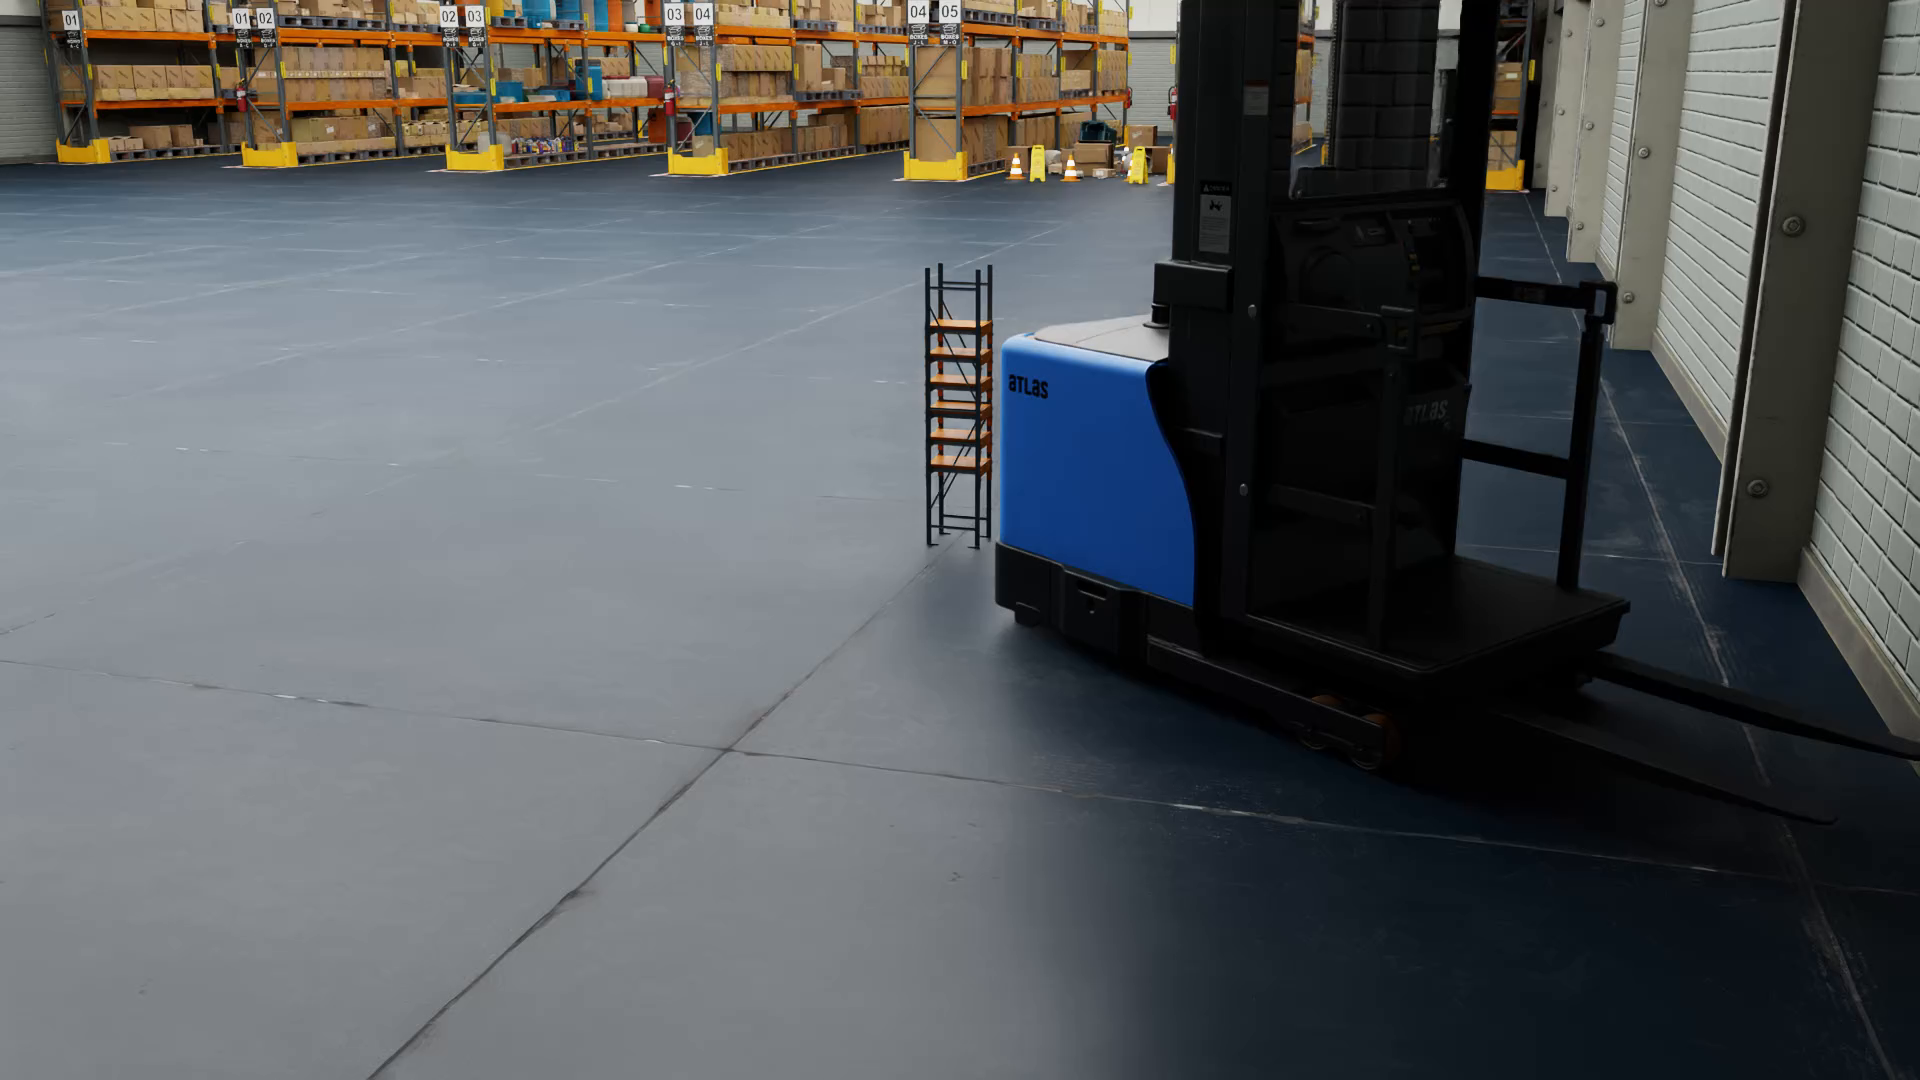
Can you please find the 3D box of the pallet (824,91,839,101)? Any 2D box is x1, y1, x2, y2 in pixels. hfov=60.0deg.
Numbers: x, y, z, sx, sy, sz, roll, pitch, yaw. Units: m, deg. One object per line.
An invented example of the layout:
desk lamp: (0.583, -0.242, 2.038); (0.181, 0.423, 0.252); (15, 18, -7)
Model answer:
pallet: (-3.429, -10.129, 37.895); (1.003, 0.211, 1.213); (5, 16, 16)

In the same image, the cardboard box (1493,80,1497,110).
cardboard box: (9.616, -7.791, 29.118); (0.500, 0.500, 0.500); (5, 17, 18)

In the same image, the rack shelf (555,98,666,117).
rack shelf: (-8.223, -10.257, 39.313); (1.077, 0.370, 4.000); (5, 16, 16)

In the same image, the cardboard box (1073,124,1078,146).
cardboard box: (2.547, -9.763, 40.062); (0.500, 0.500, 0.500); (4, 16, 14)

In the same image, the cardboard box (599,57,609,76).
cardboard box: (-10.424, -13.593, 47.741); (0.500, 0.500, 0.500); (5, 17, 18)

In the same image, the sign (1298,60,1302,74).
sign: (8.255, -11.500, 40.399); (0.100, 0.325, 0.005); (5, 16, 16)

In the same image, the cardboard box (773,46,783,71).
cardboard box: (-4.047, -10.098, 34.874); (0.500, 0.500, 0.500); (5, 16, 16)

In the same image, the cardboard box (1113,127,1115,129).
cardboard box: (3.937, -10.965, 44.401); (0.380, 0.149, 0.250); (5, 17, 17)

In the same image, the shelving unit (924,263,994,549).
shelving unit: (-0.004, -0.573, 7.152); (0.258, 1.200, 0.189); (5, 16, 16)

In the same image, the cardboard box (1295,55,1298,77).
cardboard box: (7.846, -11.413, 40.055); (0.500, 0.500, 0.500); (5, 17, 18)

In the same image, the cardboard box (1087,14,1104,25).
cardboard box: (3.324, -13.097, 41.867); (0.500, 0.250, 0.500); (5, 17, 18)

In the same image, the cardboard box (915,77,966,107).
cardboard box: (-0.391, -8.411, 31.212); (0.875, 0.550, 0.550); (5, 16, 16)

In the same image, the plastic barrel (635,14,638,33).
plastic barrel: (-8.037, -12.566, 40.433); (0.421, 0.512, 0.421); (0, 16, 0)

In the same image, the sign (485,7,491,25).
sign: (-9.402, -10.437, 33.116); (0.100, 0.325, 0.005); (5, 16, 16)

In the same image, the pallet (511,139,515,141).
pallet: (-12.154, -10.362, 43.476); (1.003, 0.211, 1.213); (5, 16, 16)

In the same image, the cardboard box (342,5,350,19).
cardboard box: (-14.089, -11.882, 37.364); (0.500, 0.311, 0.500); (4, 16, 13)

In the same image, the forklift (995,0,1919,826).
forklift: (1.441, -0.882, 5.066); (1.130, 2.935, 3.031); (-12, 20, -37)

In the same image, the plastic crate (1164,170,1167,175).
plastic crate: (4.226, -7.176, 32.481); (0.402, 0.080, 0.583); (-1, 16, -3)

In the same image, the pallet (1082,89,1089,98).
pallet: (2.601, -11.097, 41.307); (1.003, 0.211, 1.213); (5, 16, 16)

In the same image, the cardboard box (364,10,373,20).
cardboard box: (-16.468, -14.272, 45.662); (0.700, 0.500, 0.500); (4, 16, 15)

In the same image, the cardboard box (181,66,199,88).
cardboard box: (-18.264, -10.868, 39.012); (0.500, 0.500, 0.500); (5, 16, 16)

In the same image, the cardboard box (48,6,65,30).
cardboard box: (-19.551, -11.431, 36.418); (0.500, 0.500, 0.500); (6, 17, 20)

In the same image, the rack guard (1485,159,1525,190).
rack guard: (9.075, -6.288, 28.583); (1.175, 0.500, 0.348); (5, 16, 16)

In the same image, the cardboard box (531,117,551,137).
cardboard box: (-11.423, -11.156, 44.939); (0.500, 0.500, 0.500); (5, 17, 17)

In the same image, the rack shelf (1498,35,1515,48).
rack shelf: (11.924, -11.210, 37.176); (1.077, 0.370, 4.000); (5, 16, 16)

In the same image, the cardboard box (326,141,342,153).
cardboard box: (-14.029, -8.683, 36.714); (0.500, 0.250, 0.500); (5, 16, 16)

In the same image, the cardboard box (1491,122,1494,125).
cardboard box: (11.898, -9.152, 36.723); (0.380, 0.149, 0.250); (5, 17, 17)

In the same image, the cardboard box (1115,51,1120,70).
cardboard box: (3.920, -12.688, 44.005); (0.500, 0.500, 0.500); (6, 17, 19)

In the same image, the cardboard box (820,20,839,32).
cardboard box: (-3.079, -11.708, 37.888); (0.500, 0.250, 0.500); (5, 17, 17)

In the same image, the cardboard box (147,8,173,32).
cardboard box: (-18.474, -11.919, 38.135); (0.500, 0.500, 0.500); (4, 16, 14)

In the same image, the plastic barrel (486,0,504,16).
plastic barrel: (-9.726, -11.077, 34.275); (0.600, 0.588, 0.600); (0, 16, 0)

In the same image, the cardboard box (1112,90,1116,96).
cardboard box: (3.956, -11.932, 44.361); (0.380, 0.149, 0.250); (4, 16, 13)

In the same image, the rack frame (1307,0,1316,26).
rack frame: (8.869, -14.953, 43.557); (1.000, 3.000, 0.127); (5, 16, 16)

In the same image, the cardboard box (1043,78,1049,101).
cardboard box: (1.665, -9.980, 36.833); (0.500, 0.500, 0.500); (4, 16, 15)

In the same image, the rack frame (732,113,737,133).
rack frame: (-6.518, -12.173, 44.749); (1.000, 3.000, 0.127); (5, 16, 16)

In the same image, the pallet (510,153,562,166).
pallet: (-9.367, -8.246, 36.014); (1.003, 0.211, 1.213); (5, 16, 16)

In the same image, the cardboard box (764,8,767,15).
cardboard box: (-4.208, -10.880, 34.238); (0.380, 0.149, 0.250); (5, 17, 18)

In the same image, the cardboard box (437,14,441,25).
cardboard box: (-12.783, -12.674, 40.525); (0.500, 0.250, 0.500); (4, 16, 15)

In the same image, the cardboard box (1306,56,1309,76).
cardboard box: (8.696, -12.183, 42.770); (0.500, 0.500, 0.500); (5, 16, 16)

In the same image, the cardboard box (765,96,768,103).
cardboard box: (-4.225, -9.173, 34.632); (0.380, 0.149, 0.250); (5, 16, 16)

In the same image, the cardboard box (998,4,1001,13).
cardboard box: (0.599, -10.471, 32.761); (0.380, 0.149, 0.250); (5, 17, 17)

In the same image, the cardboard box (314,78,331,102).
cardboard box: (-14.240, -9.855, 36.394); (0.700, 0.500, 0.500); (5, 17, 16)

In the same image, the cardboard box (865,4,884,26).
cardboard box: (-2.346, -12.973, 41.115); (0.797, 0.503, 0.637); (4, 16, 15)

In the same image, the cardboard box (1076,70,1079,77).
cardboard box: (2.660, -11.284, 40.216); (0.380, 0.149, 0.250); (4, 16, 13)

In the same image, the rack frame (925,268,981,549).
rack frame: (-0.030, -0.550, 7.068); (0.240, 1.200, 0.006); (5, 16, 16)

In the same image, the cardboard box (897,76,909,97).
cardboard box: (-1.640, -11.693, 42.876); (0.500, 0.500, 0.500); (5, 16, 16)

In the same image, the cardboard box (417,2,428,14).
cardboard box: (-15.545, -15.088, 47.477); (0.500, 0.500, 0.500); (4, 16, 15)

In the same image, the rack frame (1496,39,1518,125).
rack frame: (11.356, -9.590, 35.643); (1.000, 3.000, 0.127); (5, 16, 16)

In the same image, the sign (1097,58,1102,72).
sign: (3.491, -11.893, 41.640); (0.100, 0.325, 0.005); (5, 16, 16)

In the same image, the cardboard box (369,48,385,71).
cardboard box: (-13.659, -11.021, 38.126); (0.700, 0.500, 0.500); (5, 17, 16)

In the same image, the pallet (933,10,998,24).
pallet: (0.093, -10.154, 32.296); (1.003, 0.211, 1.213); (5, 16, 16)

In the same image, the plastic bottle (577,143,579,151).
plastic bottle: (-8.596, -8.826, 37.272); (0.097, 0.201, 0.097); (0, 16, 0)

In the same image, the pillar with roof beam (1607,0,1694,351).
pillar with roof beam: (0.901, -6.120, 12.415); (9.100, 9.000, 0.400); (5, 16, 16)

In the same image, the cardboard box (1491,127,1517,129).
cardboard box: (9.843, -7.363, 30.228); (0.500, 0.250, 0.500); (4, 16, 15)

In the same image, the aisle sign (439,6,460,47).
aisle sign: (-10.233, -10.288, 33.341); (0.394, 0.787, 0.004); (5, 16, 16)

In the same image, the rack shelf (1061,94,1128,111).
rack shelf: (3.526, -11.555, 43.889); (1.077, 0.370, 4.000); (5, 16, 16)
